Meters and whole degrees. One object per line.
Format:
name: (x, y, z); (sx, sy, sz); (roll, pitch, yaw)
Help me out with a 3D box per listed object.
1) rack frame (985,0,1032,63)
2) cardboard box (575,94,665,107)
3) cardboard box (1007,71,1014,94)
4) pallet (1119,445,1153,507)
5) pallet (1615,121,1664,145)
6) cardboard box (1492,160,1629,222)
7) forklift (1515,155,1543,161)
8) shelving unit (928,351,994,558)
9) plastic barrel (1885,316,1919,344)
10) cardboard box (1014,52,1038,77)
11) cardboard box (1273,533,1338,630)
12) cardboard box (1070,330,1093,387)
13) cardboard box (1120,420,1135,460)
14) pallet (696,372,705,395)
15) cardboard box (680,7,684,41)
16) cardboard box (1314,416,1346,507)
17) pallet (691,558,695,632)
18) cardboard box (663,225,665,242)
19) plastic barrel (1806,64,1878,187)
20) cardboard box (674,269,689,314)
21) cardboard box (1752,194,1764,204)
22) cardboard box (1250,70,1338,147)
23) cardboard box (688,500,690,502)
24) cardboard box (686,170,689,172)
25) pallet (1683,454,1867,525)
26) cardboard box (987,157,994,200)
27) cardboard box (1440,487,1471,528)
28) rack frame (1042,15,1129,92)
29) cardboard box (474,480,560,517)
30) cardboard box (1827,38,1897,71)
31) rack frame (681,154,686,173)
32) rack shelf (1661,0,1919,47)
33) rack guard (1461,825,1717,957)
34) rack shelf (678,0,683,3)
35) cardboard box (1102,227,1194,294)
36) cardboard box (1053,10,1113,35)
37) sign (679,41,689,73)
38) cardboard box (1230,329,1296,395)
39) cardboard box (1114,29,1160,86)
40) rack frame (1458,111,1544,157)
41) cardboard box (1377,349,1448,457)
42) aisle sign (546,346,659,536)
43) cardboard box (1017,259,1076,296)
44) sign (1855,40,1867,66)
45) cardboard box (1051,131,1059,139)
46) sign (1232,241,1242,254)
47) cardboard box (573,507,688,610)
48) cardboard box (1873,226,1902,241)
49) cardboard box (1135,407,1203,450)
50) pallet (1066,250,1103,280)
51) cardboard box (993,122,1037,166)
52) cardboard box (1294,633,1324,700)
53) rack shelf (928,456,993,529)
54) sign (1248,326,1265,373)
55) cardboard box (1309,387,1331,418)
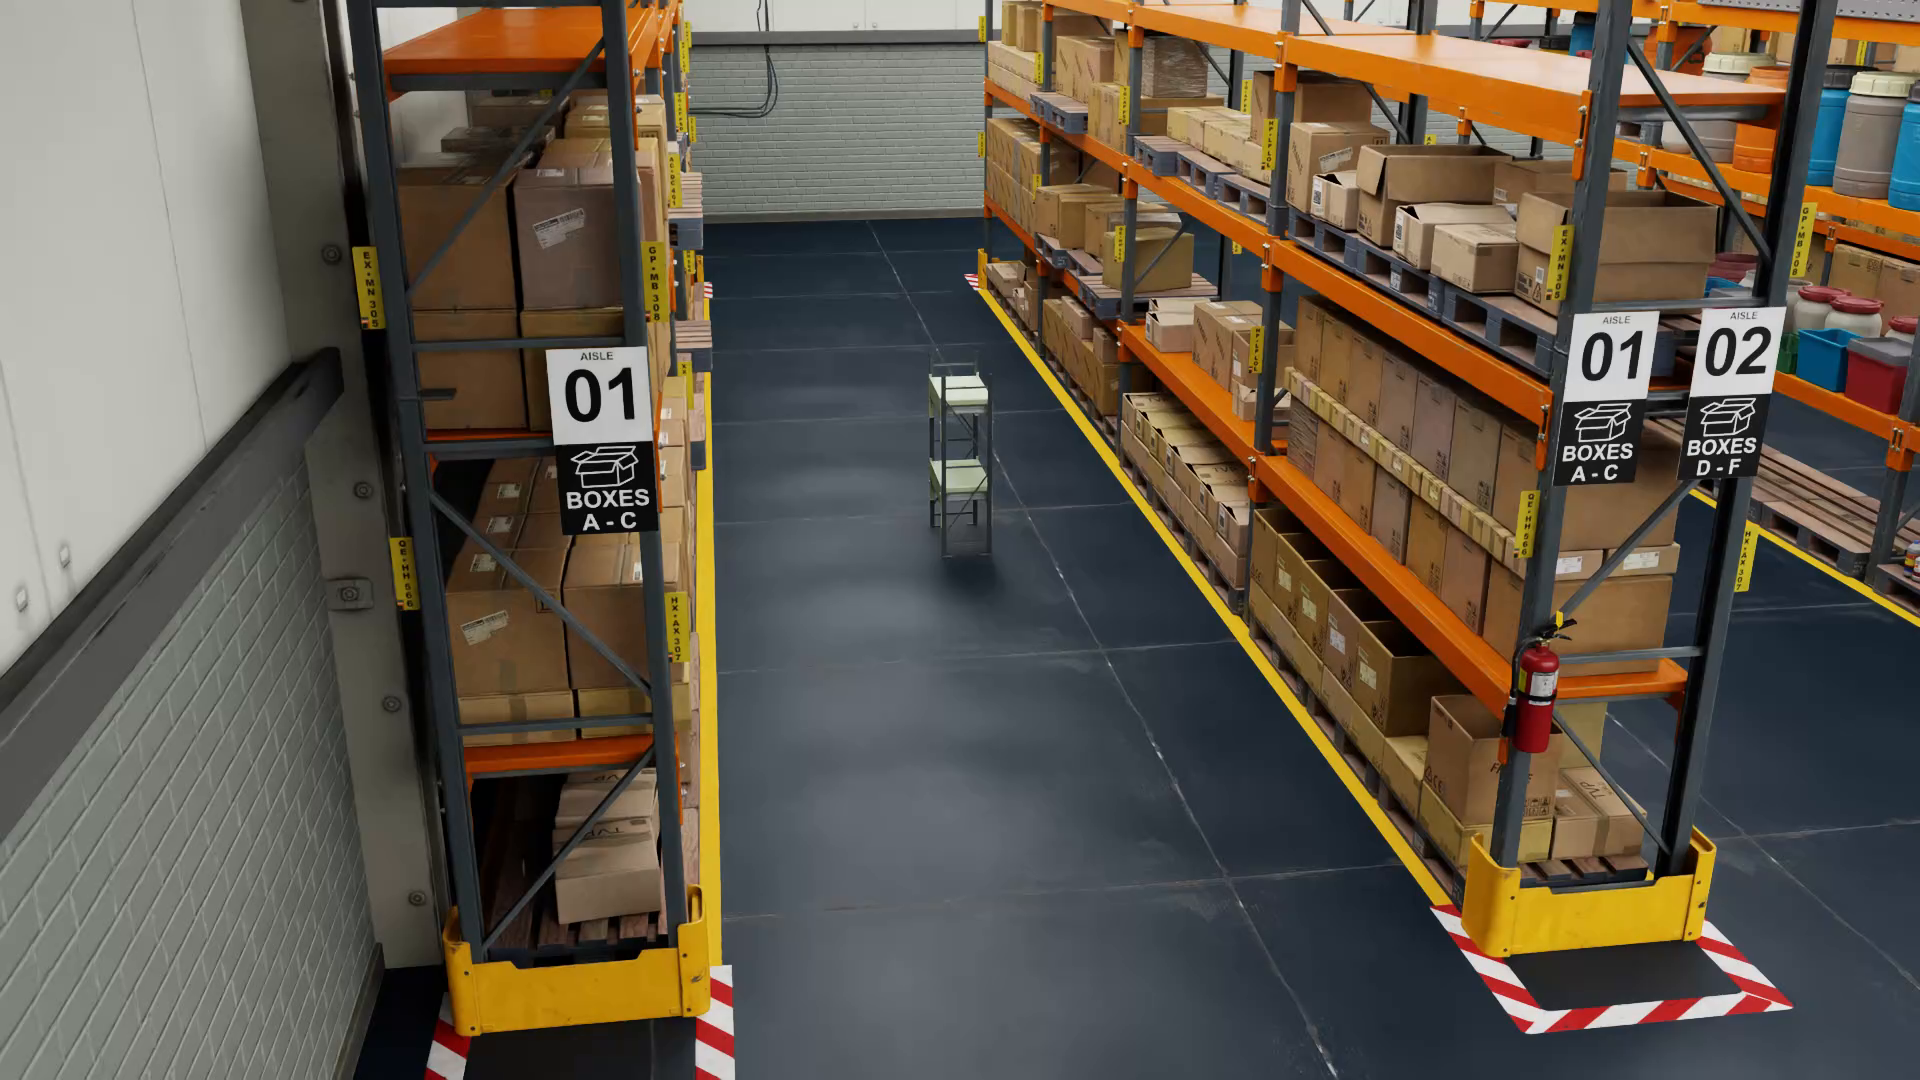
rack frame: (0.835, -7.790, 21.712); (1.000, 3.000, 0.127); (-3, 21, -8)
cardboard box: (-1.996, -2.344, 9.817); (0.500, 0.500, 0.500); (-5, 21, -12)
cardboard box: (0.869, -5.604, 20.362); (0.500, 0.250, 0.500); (-3, 21, -8)
pallet: (2.069, -0.617, 15.066); (1.003, 0.211, 1.213); (-3, 21, -8)
pallet: (6.877, -4.045, 16.242); (1.003, 0.211, 1.213); (-3, 21, -8)
cardboard box: (3.173, -1.743, 8.866); (0.500, 0.500, 0.500); (-3, 21, -8)
forklift: (4.749, -2.038, 14.984); (1.130, 2.935, 3.031); (11, 23, 27)
shelving unit: (0.001, -0.700, 13.448); (0.431, 1.500, 0.755); (-3, 21, -8)
plastic barrel: (7.546, -1.480, 13.196); (0.433, 0.535, 0.433); (0, 20, 0)
cardboard box: (0.935, -5.665, 19.810); (0.500, 0.250, 0.500); (-3, 21, -8)
cardboard box: (2.402, 0.264, 10.980); (0.500, 0.500, 0.500); (-3, 21, -8)
cardboard box: (1.465, -1.918, 17.507); (0.500, 0.500, 0.500); (-4, 21, -10)
cardboard box: (1.773, -0.922, 15.228); (0.500, 0.250, 0.500); (-3, 21, -8)
pallet: (-3.304, -1.774, 18.164); (1.003, 0.211, 1.213); (-3, 21, -8)
cardboard box: (-3.546, -6.065, 19.779); (0.500, 0.500, 0.500); (-4, 21, -10)
cardboard box: (2.718, -0.536, 10.722); (0.700, 0.500, 0.500); (-3, 21, -8)
pallet: (-2.450, 0.463, 12.175); (1.003, 0.211, 1.213); (-3, 21, -8)
cardboard box: (-1.780, -1.331, 8.533); (0.500, 0.500, 0.500); (-2, 21, -4)
plastic barrel: (6.991, -3.332, 13.346); (0.600, 0.901, 0.708); (-3, 21, -8)
cardboard box: (-2.730, -2.335, 15.085); (0.500, 0.500, 0.500); (-2, 21, -6)
cardboard box: (10.662, -4.510, 21.862); (0.380, 0.149, 0.250); (-3, 21, -9)
cardboard box: (2.410, -3.120, 12.037); (0.500, 0.500, 0.500); (-1, 21, -3)
cardboard box: (-1.904, -0.191, 10.127); (0.500, 0.250, 0.500); (-3, 21, -8)
cardboard box: (-3.651, -3.926, 19.512); (0.980, 0.700, 0.700); (-3, 21, -9)
pallet: (7.137, -0.461, 14.647); (1.003, 0.211, 1.213); (-3, 21, -8)
cardboard box: (0.638, -4.860, 22.298); (0.500, 0.500, 0.500); (-2, 21, -7)
cardboard box: (2.788, -0.180, 8.840); (0.380, 0.149, 0.250); (-3, 21, -7)
rack frame: (1.412, -6.405, 18.004); (1.000, 3.000, 0.127); (-3, 21, -8)
cardboard box: (-2.180, 0.015, 8.504); (0.500, 0.500, 0.500); (-3, 21, -9)
cardboard box: (11.043, -6.057, 20.472); (0.700, 0.500, 0.500); (-4, 21, -11)
rack frame: (-3.489, -3.344, 18.382); (1.000, 3.000, 0.127); (-3, 21, -8)
rack shelf: (7.179, -4.052, 13.304); (1.077, 0.370, 4.000); (-3, 21, -8)
rack guard: (3.145, 1.739, 8.345); (1.175, 0.500, 0.348); (-3, 21, -8)
rack shelf: (-3.778, -6.322, 19.382); (1.077, 0.370, 4.000); (-3, 21, -8)
cardboard box: (1.786, -2.666, 15.824); (0.700, 0.500, 0.500); (-10, 23, -26)
cardboard box: (1.372, -5.862, 19.265); (0.700, 0.500, 0.500); (-3, 21, -8)
sign: (-2.954, -5.169, 17.794); (0.100, 0.325, 0.005); (-3, 21, -8)
cardboard box: (2.395, -1.321, 12.823); (0.500, 0.500, 0.500); (-1, 21, -4)
cardboard box: (1.785, -4.635, 15.980); (0.500, 0.500, 0.500); (-3, 21, -8)
rack frame: (6.314, -3.843, 19.720); (1.000, 3.000, 0.127); (-3, 21, -8)
cardboard box: (2.852, -0.805, 9.587); (0.700, 0.500, 0.500); (-3, 21, -8)
aisle sign: (-1.452, -0.397, 6.777); (0.394, 0.787, 0.004); (-3, 21, -8)
cardboard box: (1.136, -3.282, 21.155); (0.797, 0.503, 0.637); (-3, 21, -8)
sign: (10.666, -5.749, 19.683); (0.100, 0.325, 0.005); (-3, 21, -8)
cardboard box: (1.399, -4.823, 20.770); (0.500, 0.500, 0.500); (-2, 21, -6)
sign: (2.537, -2.782, 15.221); (0.100, 0.325, 0.005); (-3, 21, -8)
cardboard box: (-1.592, 0.169, 8.092); (0.500, 0.500, 0.500); (-3, 21, -8)
cardboard box: (11.108, -3.794, 19.445); (0.500, 0.500, 0.500); (-3, 21, -8)
cardboard box: (1.857, -1.004, 14.645); (0.500, 0.311, 0.500); (-3, 21, -9)
pallet: (1.704, -2.793, 17.182); (1.003, 0.211, 1.213); (-3, 21, -8)
cardboard box: (0.721, -5.148, 21.639); (0.500, 0.500, 0.500); (-3, 21, -7)
cardboard box: (2.466, 0.789, 10.646); (0.500, 0.250, 0.500); (-3, 21, -8)
rack shelf: (0.001, -0.395, 13.562); (0.431, 0.370, 0.720); (-3, 21, -8)
sign: (2.030, -1.300, 11.367); (0.100, 0.325, 0.005); (-3, 21, -8)
cardboard box: (2.487, -0.897, 10.760); (0.380, 0.149, 0.250); (-3, 21, -9)
